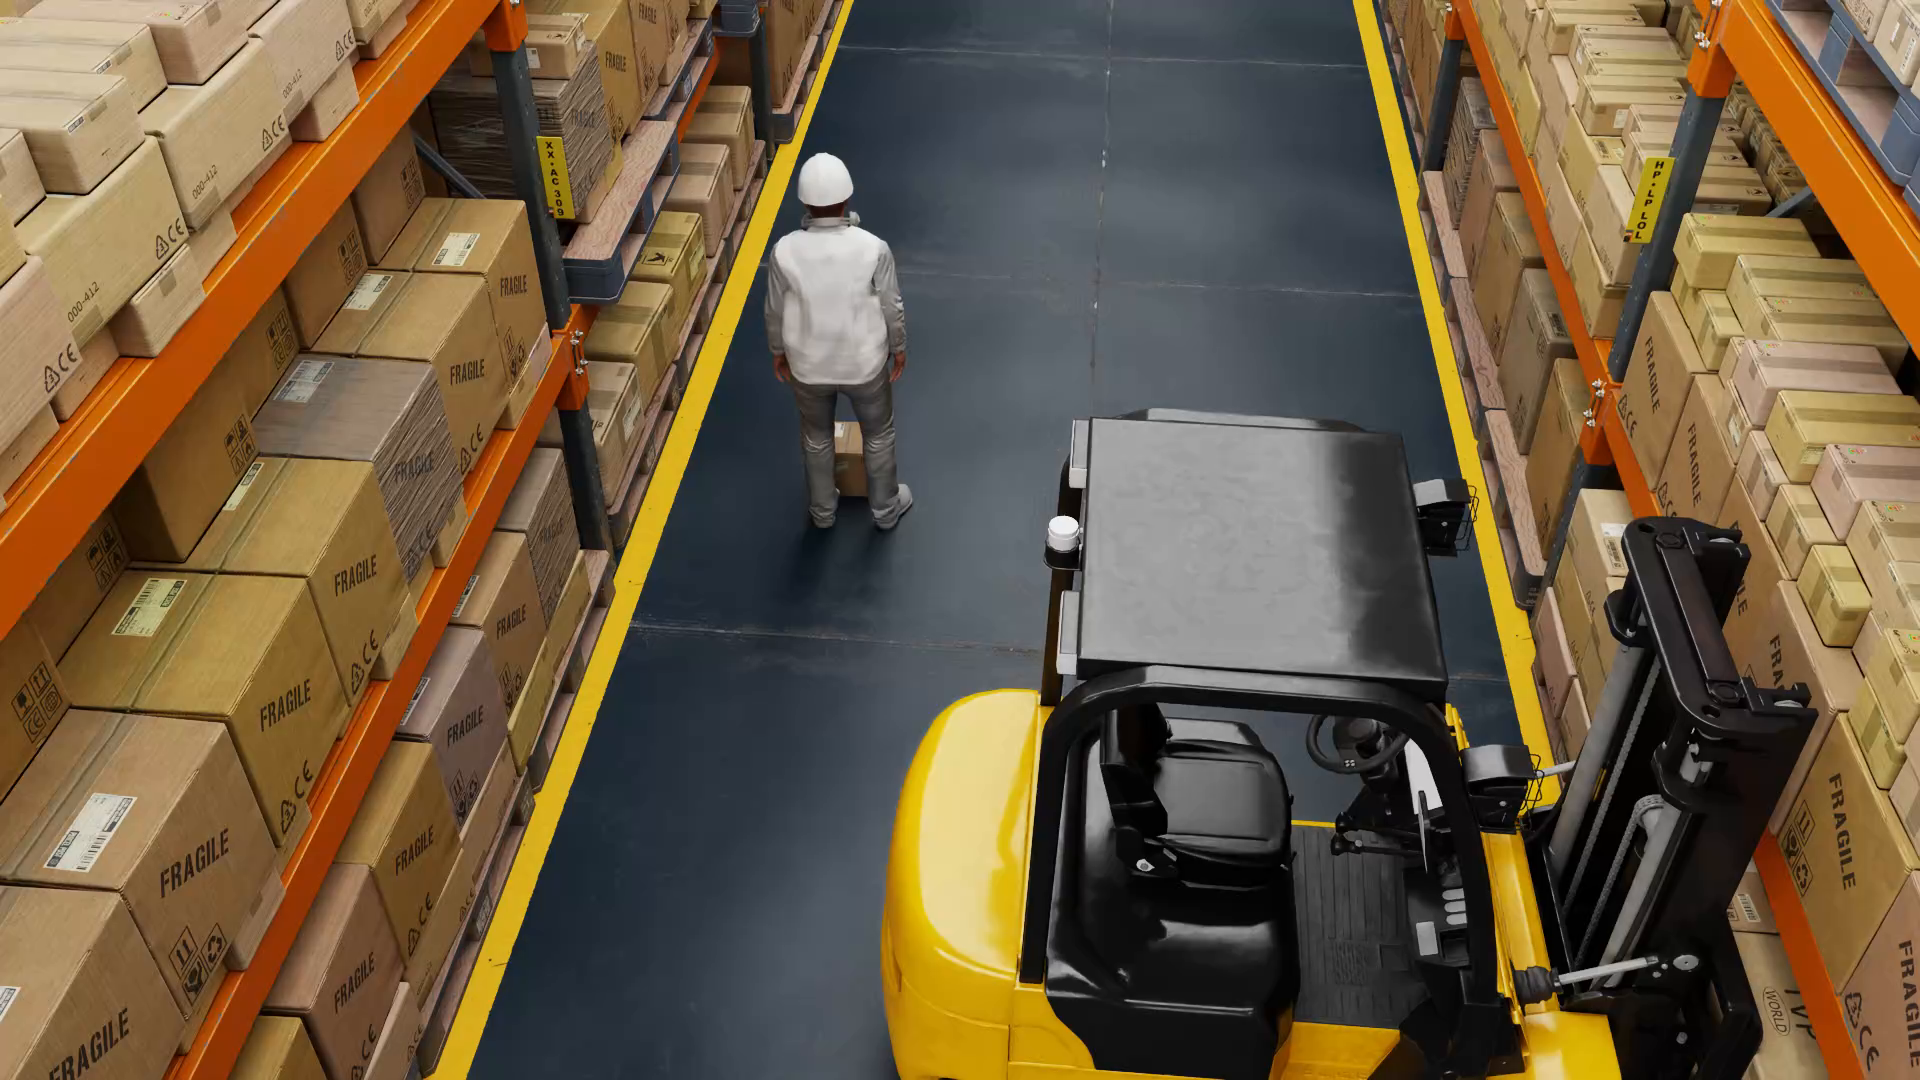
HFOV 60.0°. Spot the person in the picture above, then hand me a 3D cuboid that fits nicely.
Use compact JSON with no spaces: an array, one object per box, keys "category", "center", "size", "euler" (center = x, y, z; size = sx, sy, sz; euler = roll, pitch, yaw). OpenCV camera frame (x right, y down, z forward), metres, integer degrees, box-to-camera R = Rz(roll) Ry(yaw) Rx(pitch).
[{"category":"person","center":[-0.518,-0.796,7.091],"size":[0.595,1.772,0.460],"euler":[1,40,1]}]
